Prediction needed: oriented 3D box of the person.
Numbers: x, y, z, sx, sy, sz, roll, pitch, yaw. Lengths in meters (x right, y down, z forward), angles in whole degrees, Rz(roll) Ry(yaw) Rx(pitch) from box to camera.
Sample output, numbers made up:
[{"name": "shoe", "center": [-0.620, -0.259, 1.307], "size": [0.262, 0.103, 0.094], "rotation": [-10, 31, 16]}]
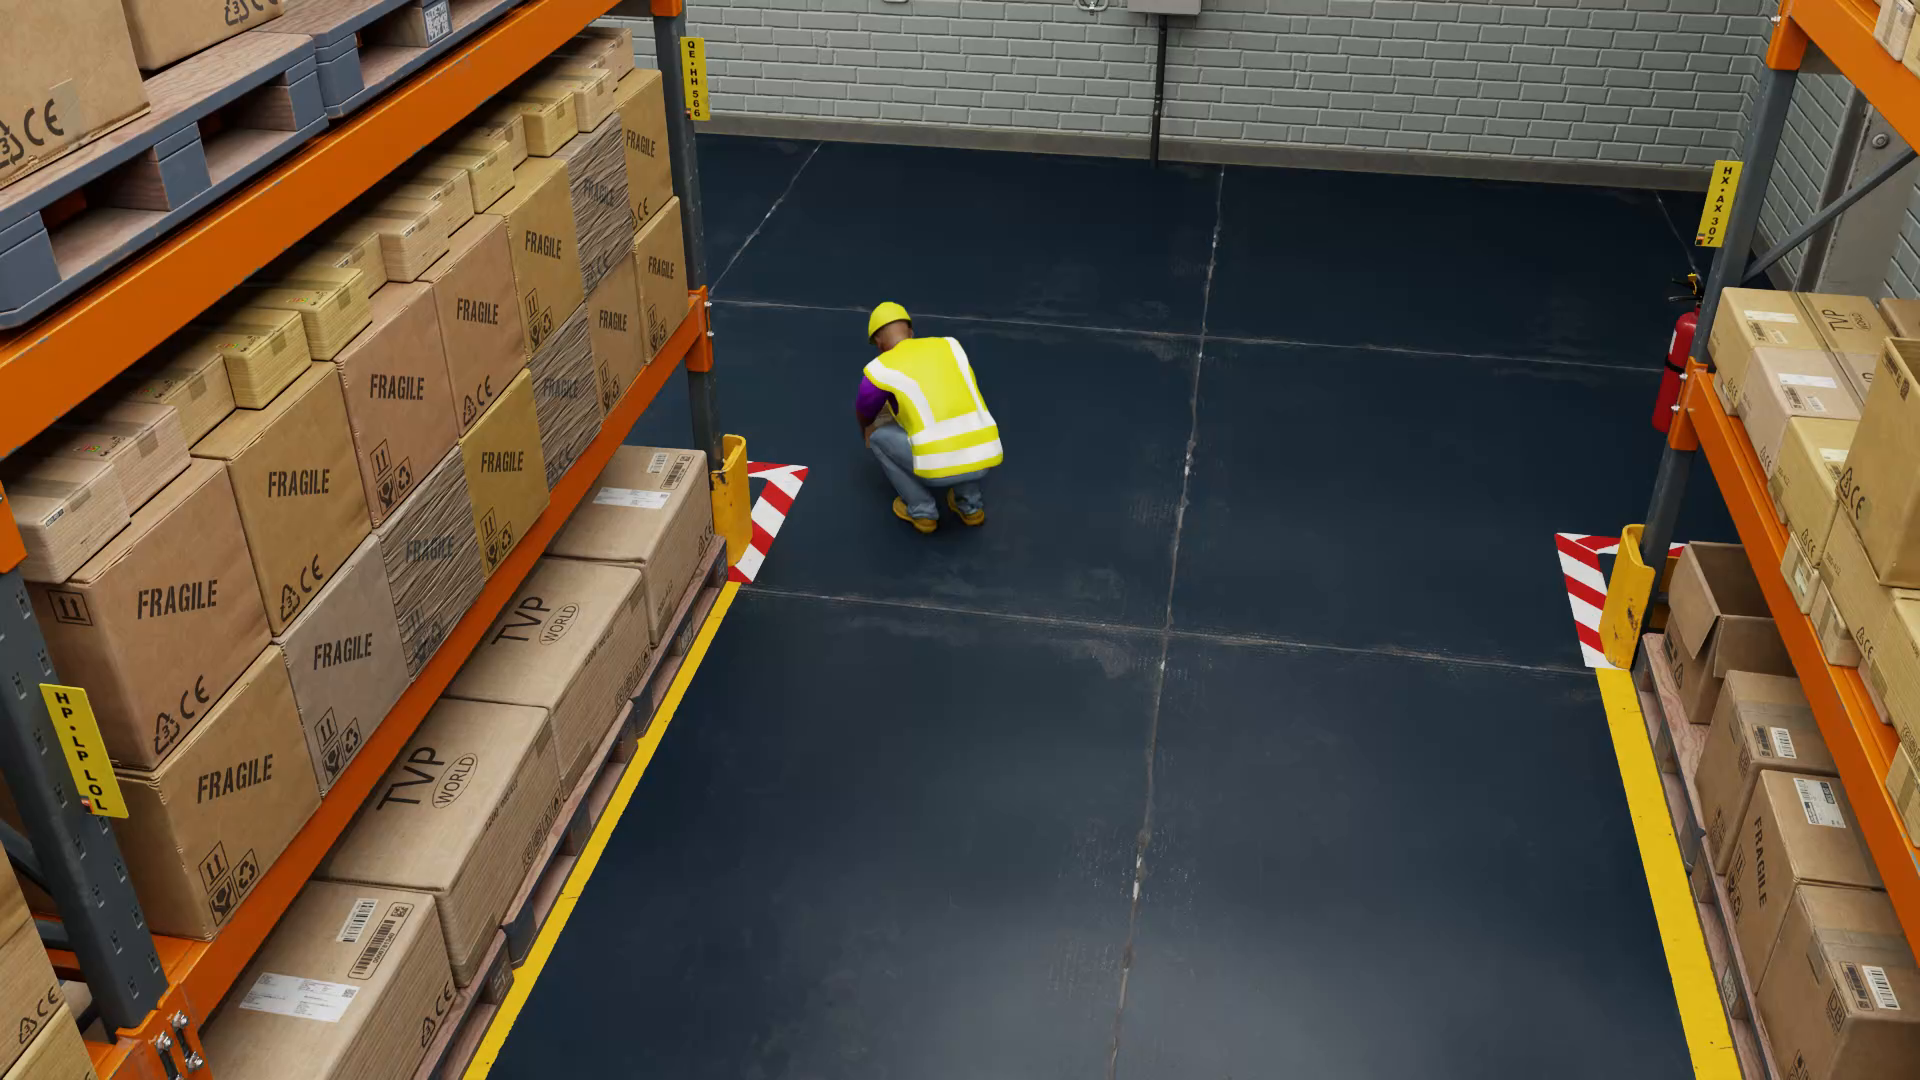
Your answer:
[{"name": "person", "center": [-0.186, -0.587, 7.813], "size": [0.574, 0.959, 0.958], "rotation": [-15, 35, -23]}]
